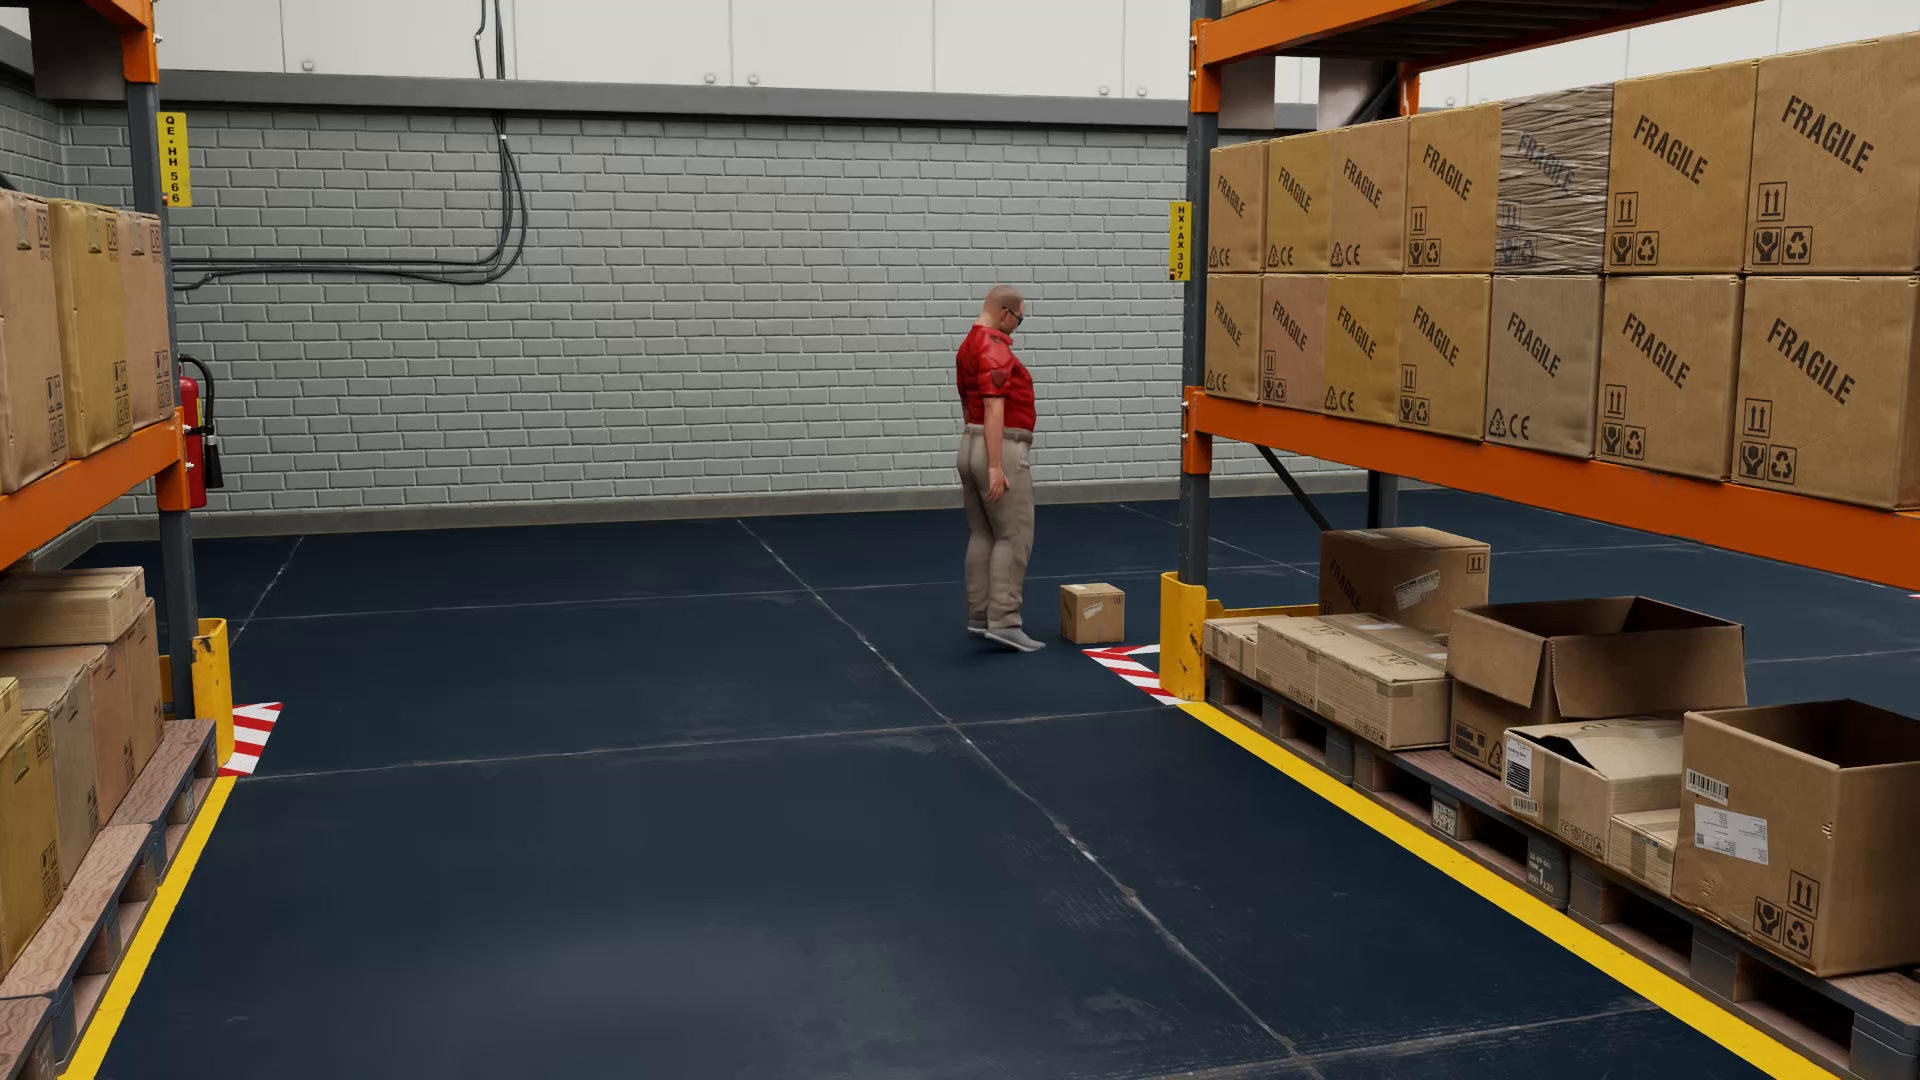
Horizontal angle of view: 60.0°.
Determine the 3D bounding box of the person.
[{"bbox_3d":[0.188,-0.341,8.079,0.395,1.773,0.662,-4,10,-21],"label":"person"}]
